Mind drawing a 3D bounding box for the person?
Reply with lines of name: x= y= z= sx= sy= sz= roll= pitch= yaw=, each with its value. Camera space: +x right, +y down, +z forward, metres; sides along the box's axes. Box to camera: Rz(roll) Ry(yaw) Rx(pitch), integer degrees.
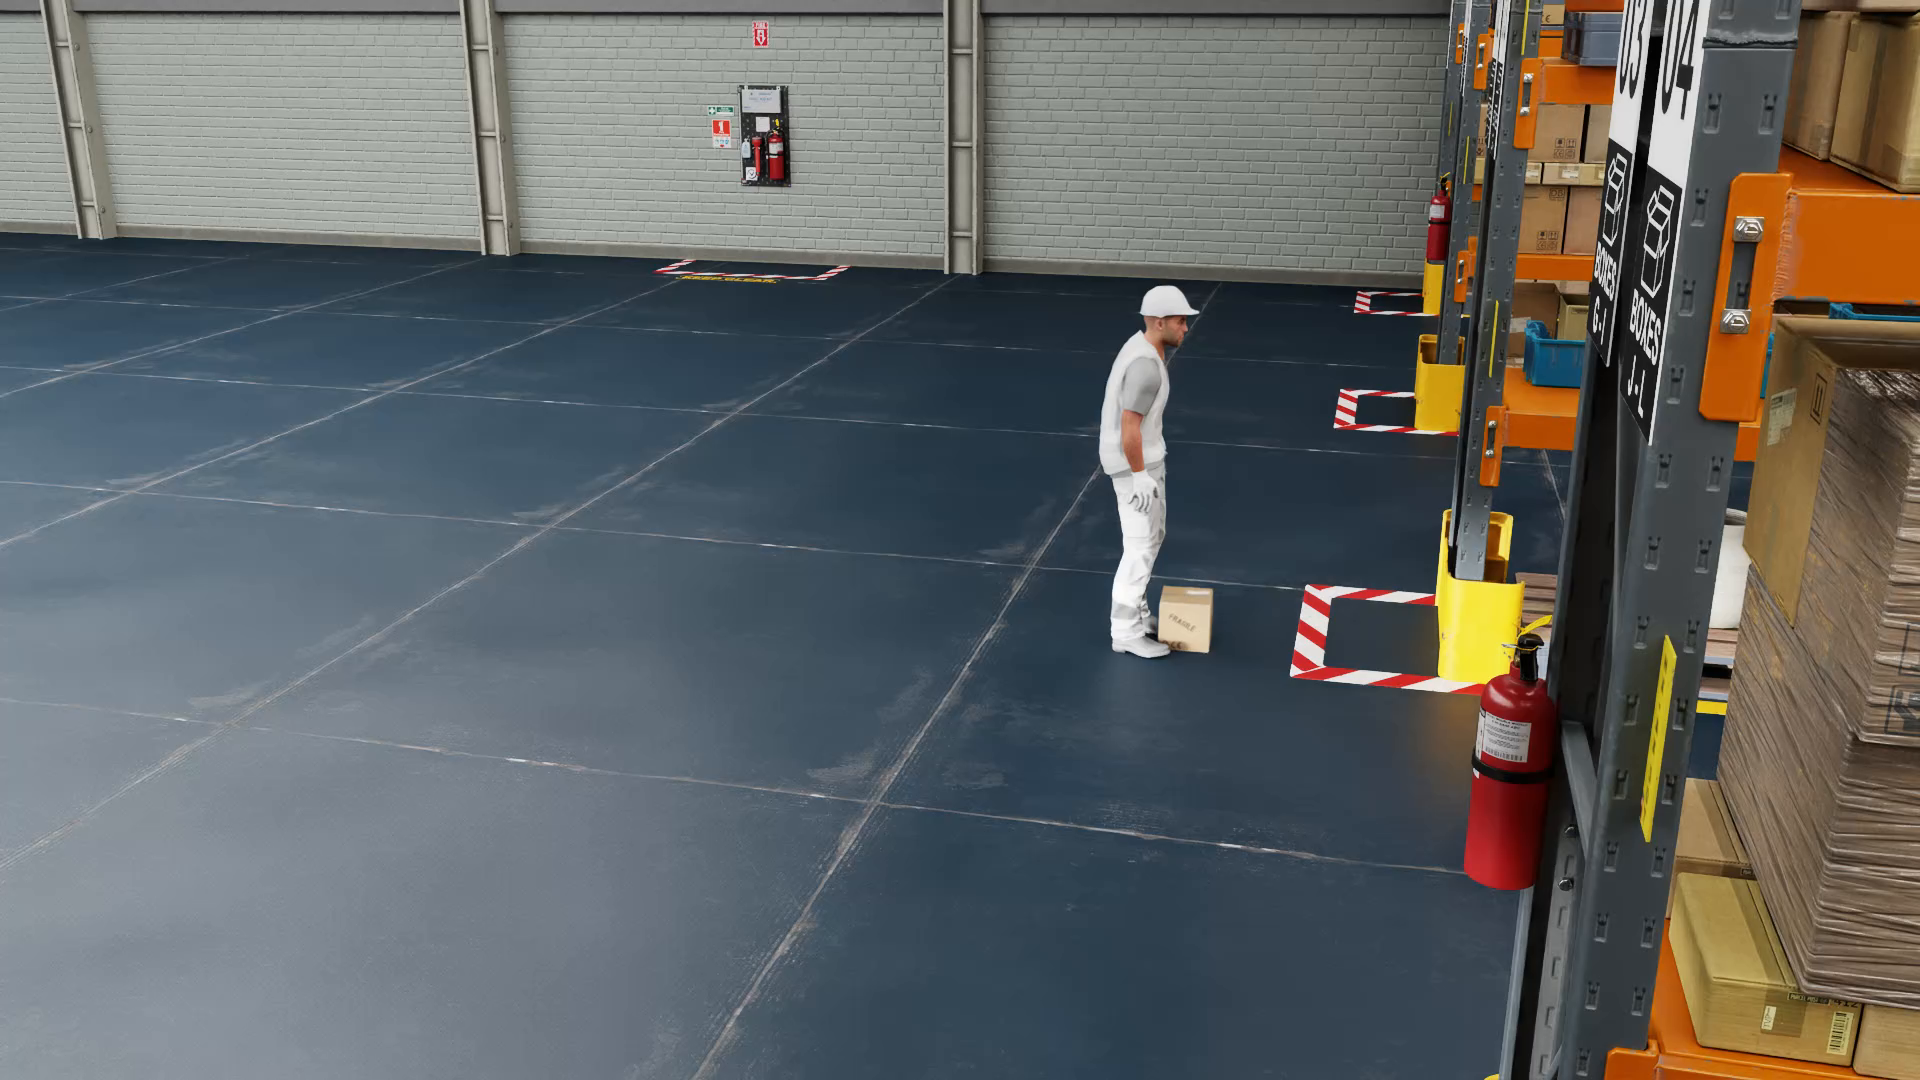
person: x=0.907 y=-0.349 z=8.103 sx=0.454 sy=1.777 sz=0.607 roll=4 pitch=18 yaw=11
